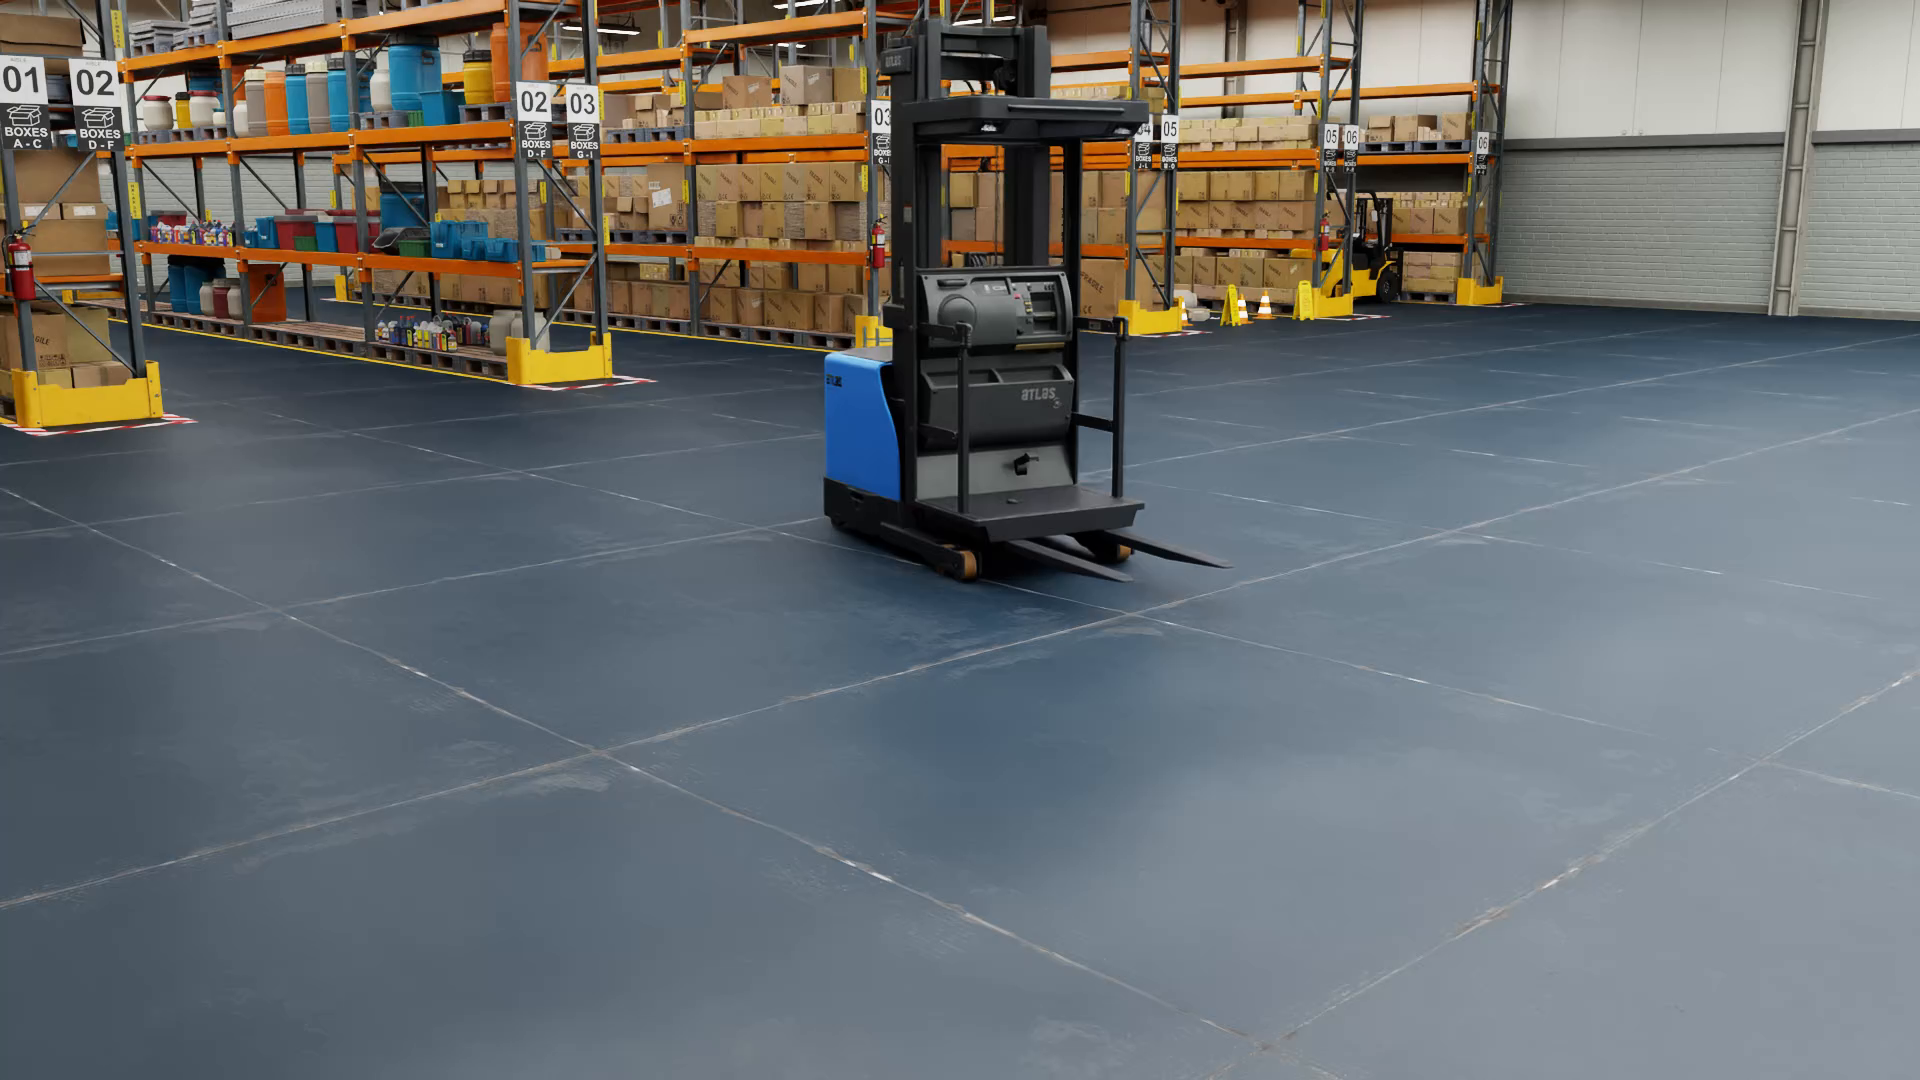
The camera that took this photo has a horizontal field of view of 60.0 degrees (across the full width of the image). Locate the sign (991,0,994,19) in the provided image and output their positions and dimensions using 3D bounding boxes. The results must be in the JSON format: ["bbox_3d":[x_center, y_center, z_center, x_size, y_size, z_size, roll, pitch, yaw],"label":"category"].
[{"bbox_3d":[0.520,-8.753,27.389,0.100,0.325,0.005,-11,16,-43],"label":"sign"}]

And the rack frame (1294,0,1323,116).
[{"bbox_3d":[7.199,-9.541,33.921,1.000,3.000,0.127,-11,16,-43],"label":"rack frame"}]

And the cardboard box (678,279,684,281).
[{"bbox_3d":[-5.626,-5.320,34.323,0.380,0.149,0.250,-10,15,-41],"label":"cardboard box"}]

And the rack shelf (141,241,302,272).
[{"bbox_3d":[-11.281,-4.363,25.436,1.077,0.370,4.000,-11,16,-43],"label":"rack shelf"}]

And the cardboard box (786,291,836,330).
[{"bbox_3d":[-2.068,-3.197,23.150,0.500,0.500,0.500,-9,15,-37],"label":"cardboard box"}]

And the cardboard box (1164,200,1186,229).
[{"bbox_3d":[4.078,-5.932,30.286,0.500,0.500,0.500,-11,16,-43],"label":"cardboard box"}]

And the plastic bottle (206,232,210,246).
[{"bbox_3d":[-11.117,-4.464,24.636,0.097,0.201,0.097,0,12,0],"label":"plastic bottle"}]

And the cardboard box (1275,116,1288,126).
[{"bbox_3d":[5.587,-7.149,28.392,0.380,0.149,0.250,-11,16,-43],"label":"cardboard box"}]

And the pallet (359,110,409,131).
[{"bbox_3d":[-6.569,-5.124,20.385,1.213,0.211,1.003,-11,16,-43],"label":"pallet"}]

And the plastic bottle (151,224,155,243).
[{"bbox_3d":[-12.718,-4.837,26.244,0.061,0.283,0.133,-11,16,-43],"label":"plastic bottle"}]

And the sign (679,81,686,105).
[{"bbox_3d":[-3.954,-6.367,23.691,0.100,0.325,0.005,-11,16,-43],"label":"sign"}]

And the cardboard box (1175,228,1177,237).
[{"bbox_3d":[4.015,-5.633,30.440,0.380,0.149,0.250,-11,16,-43],"label":"cardboard box"}]

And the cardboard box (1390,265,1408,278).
[{"bbox_3d":[8.689,-5.297,32.725,0.500,0.250,0.500,-11,16,-44],"label":"cardboard box"}]

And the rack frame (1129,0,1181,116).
[{"bbox_3d":[2.864,-7.561,24.308,1.000,3.000,0.127,-11,16,-43],"label":"rack frame"}]

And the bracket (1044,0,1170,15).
[{"bbox_3d":[3.667,-12.210,37.956,0.076,0.066,4.783,-11,16,-43],"label":"bracket"}]

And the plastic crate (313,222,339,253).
[{"bbox_3d":[-8.124,-3.949,21.686,0.392,0.384,0.575,-11,16,-43],"label":"plastic crate"}]

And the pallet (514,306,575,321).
[{"bbox_3d":[-6.808,-3.873,28.188,1.003,0.211,1.213,-11,16,-43],"label":"pallet"}]

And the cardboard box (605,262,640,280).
[{"bbox_3d":[-5.460,-4.302,26.606,0.500,0.250,0.500,-9,14,-36],"label":"cardboard box"}]

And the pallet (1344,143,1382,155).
[{"bbox_3d":[7.807,-7.908,33.646,1.003,0.211,1.213,-11,16,-43],"label":"pallet"}]

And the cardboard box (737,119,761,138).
[{"bbox_3d":[-2.725,-5.673,22.953,0.500,0.250,0.500,11,16,43],"label":"cardboard box"}]

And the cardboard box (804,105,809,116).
[{"bbox_3d":[-1.845,-5.700,22.093,0.380,0.149,0.250,-11,16,-42],"label":"cardboard box"}]

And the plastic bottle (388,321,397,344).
[{"bbox_3d":[-6.992,-2.570,20.611,0.152,0.276,0.135,-10,15,-41],"label":"plastic bottle"}]

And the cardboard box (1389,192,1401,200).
[{"bbox_3d":[8.608,-6.727,32.535,0.380,0.149,0.250,-10,16,-41],"label":"cardboard box"}]

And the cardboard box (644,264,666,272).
[{"bbox_3d":[-6.239,-5.557,34.001,0.380,0.149,0.250,-11,16,-43],"label":"cardboard box"}]

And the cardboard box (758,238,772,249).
[{"bbox_3d":[-2.579,-4.116,23.080,0.380,0.149,0.250,-11,16,-43],"label":"cardboard box"}]

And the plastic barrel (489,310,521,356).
[{"bbox_3d":[-5.231,-2.401,19.258,0.421,0.512,0.421,0,12,0],"label":"plastic barrel"}]

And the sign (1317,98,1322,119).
[{"bbox_3d":[5.959,-7.155,27.580,0.100,0.325,0.005,-11,16,-43],"label":"sign"}]

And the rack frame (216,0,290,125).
[{"bbox_3d":[-9.900,-7.361,23.342,1.000,3.000,0.127,-11,16,-43],"label":"rack frame"}]

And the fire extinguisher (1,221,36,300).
[{"bbox_3d":[-8.215,-2.446,14.542,0.296,0.674,0.183,-11,16,-43],"label":"fire extinguisher"}]

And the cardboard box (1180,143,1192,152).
[{"bbox_3d":[4.186,-7.068,29.974,0.380,0.149,0.250,-10,15,-41],"label":"cardboard box"}]

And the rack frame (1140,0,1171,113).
[{"bbox_3d":[3.612,-8.849,30.561,1.000,3.000,0.127,-11,16,-43],"label":"rack frame"}]

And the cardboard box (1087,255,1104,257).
[{"bbox_3d":[3.288,-6.350,38.454,0.500,0.500,0.500,-10,15,-40],"label":"cardboard box"}]

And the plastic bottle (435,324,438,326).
[{"bbox_3d":[-6.367,-2.480,20.175,0.152,0.276,0.135,-11,16,-43],"label":"plastic bottle"}]

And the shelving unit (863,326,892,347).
[{"bbox_3d":[-0.464,-0.758,10.619,0.258,1.200,0.189,-6,13,-29],"label":"shelving unit"}]

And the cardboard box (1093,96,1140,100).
[{"bbox_3d":[2.324,-6.451,24.701,0.500,0.250,0.500,-11,16,-42],"label":"cardboard box"}]

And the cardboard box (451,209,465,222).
[{"bbox_3d":[-8.595,-5.571,29.270,0.500,0.500,0.500,-11,16,-42],"label":"cardboard box"}]

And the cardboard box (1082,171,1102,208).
[{"bbox_3d":[2.189,-5.352,25.405,0.875,0.550,0.550,-11,16,-43],"label":"cardboard box"}]

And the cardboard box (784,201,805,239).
[{"bbox_3d":[-1.899,-4.360,22.655,0.875,0.500,0.500,-11,16,-43],"label":"cardboard box"}]

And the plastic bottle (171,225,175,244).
[{"bbox_3d":[-12.104,-4.707,25.615,0.061,0.283,0.133,-11,16,-43],"label":"plastic bottle"}]

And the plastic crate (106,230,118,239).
[{"bbox_3d":[-14.082,-5.119,27.831,0.293,0.136,0.466,-11,16,-43],"label":"plastic crate"}]

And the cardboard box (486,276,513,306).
[{"bbox_3d":[-7.389,-4.513,28.609,1.225,0.875,0.875,-11,16,-42],"label":"cardboard box"}]

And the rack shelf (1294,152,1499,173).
[{"bbox_3d":[8.581,-7.428,32.880,1.077,0.370,4.000,-11,16,-43],"label":"rack shelf"}]

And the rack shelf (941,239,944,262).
[{"bbox_3d":[-1.279,-5.146,29.236,1.077,0.370,4.000,-11,16,-43],"label":"rack shelf"}]

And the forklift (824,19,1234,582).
[{"bbox_3d":[0.318,-1.322,9.064,1.130,2.935,3.031,-6,13,-29],"label":"forklift"}]

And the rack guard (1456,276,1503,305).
[{"bbox_3d":[9.978,-4.791,31.928,1.175,0.500,0.348,-11,16,-43],"label":"rack guard"}]

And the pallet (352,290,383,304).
[{"bbox_3d":[-11.234,-4.809,32.732,1.003,0.211,1.213,-11,16,-43],"label":"pallet"}]

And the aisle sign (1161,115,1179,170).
[{"bbox_3d":[3.130,-5.927,24.804,0.394,0.787,0.004,-11,16,-43],"label":"aisle sign"}]

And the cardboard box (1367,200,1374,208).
[{"bbox_3d":[8.283,-6.658,32.938,0.380,0.149,0.250,-11,16,-44],"label":"cardboard box"}]

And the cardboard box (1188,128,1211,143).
[{"bbox_3d":[4.417,-7.201,29.629,0.500,0.250,0.500,-11,16,-42],"label":"cardboard box"}]

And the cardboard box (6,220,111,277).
[{"bbox_3d":[-8.274,-2.685,15.262,0.700,0.500,0.500,-11,16,-43],"label":"cardboard box"}]

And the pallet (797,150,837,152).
[{"bbox_3d":[-2.178,-7.080,29.876,1.213,0.211,1.003,-10,15,-40],"label":"pallet"}]

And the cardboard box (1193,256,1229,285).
[{"bbox_3d":[4.559,-4.861,29.986,0.500,0.500,0.500,-10,15,-40],"label":"cardboard box"}]

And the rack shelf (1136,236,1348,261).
[{"bbox_3d":[4.993,-5.266,29.822,1.077,0.370,4.000,-11,16,-43],"label":"rack shelf"}]

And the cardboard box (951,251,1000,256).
[{"bbox_3d":[0.433,-5.772,34.717,0.875,0.875,0.875,-11,16,-43],"label":"cardboard box"}]

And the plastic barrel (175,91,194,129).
[{"bbox_3d":[-11.885,-6.669,25.907,0.600,0.588,0.600,0,12,0],"label":"plastic barrel"}]

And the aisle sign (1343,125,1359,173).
[{"bbox_3d":[6.641,-6.634,28.236,0.394,0.787,0.004,-11,16,-43],"label":"aisle sign"}]
